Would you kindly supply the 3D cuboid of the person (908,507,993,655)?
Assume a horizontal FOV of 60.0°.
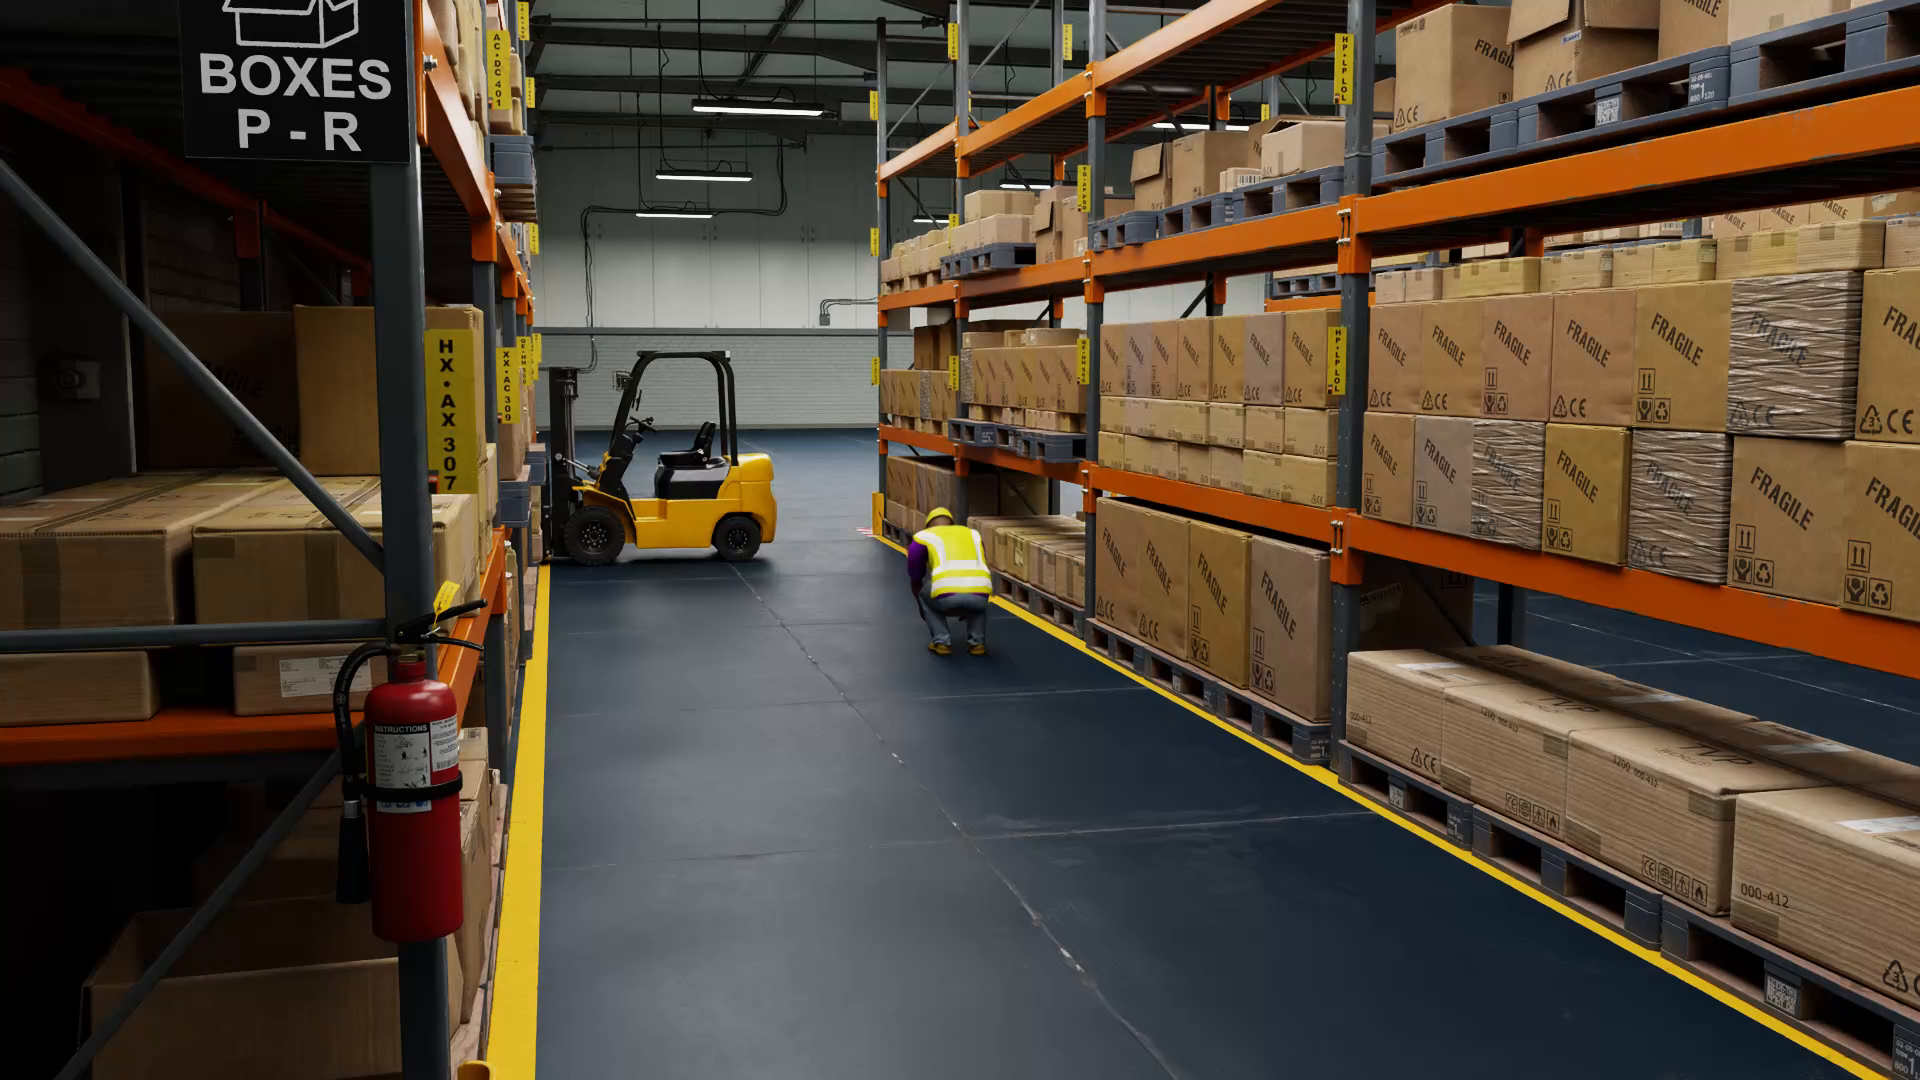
[{"bbox_3d":[-0.072,0.289,11.804,0.583,0.996,0.909,-1,6,-8],"label":"person"}]
